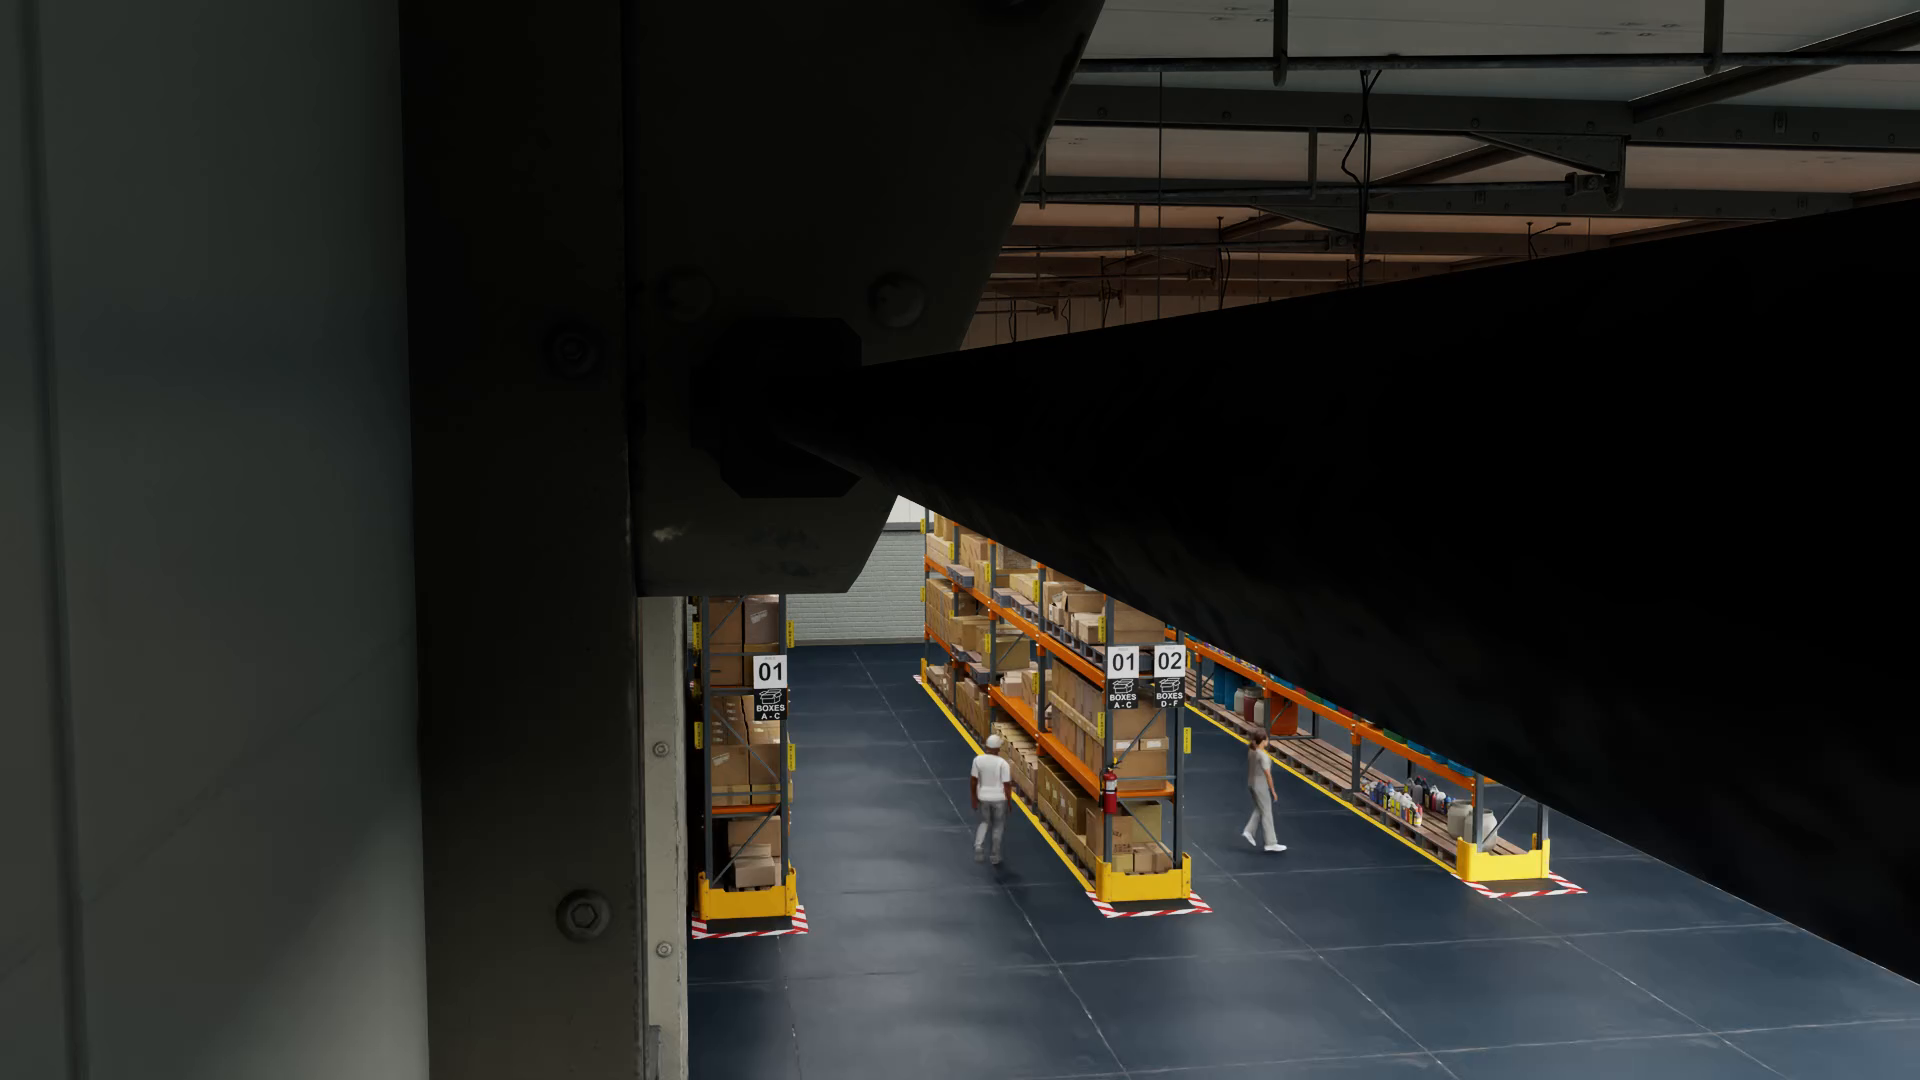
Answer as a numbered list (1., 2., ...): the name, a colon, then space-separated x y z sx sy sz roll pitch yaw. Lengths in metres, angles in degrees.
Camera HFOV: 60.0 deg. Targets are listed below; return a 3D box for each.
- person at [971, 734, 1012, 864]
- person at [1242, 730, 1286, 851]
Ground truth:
1. person: 0.411 3.480 22.273 0.583 1.759 0.602 2 5 24
2. person: 4.234 3.459 23.114 0.494 1.671 0.536 -1 5 -16
